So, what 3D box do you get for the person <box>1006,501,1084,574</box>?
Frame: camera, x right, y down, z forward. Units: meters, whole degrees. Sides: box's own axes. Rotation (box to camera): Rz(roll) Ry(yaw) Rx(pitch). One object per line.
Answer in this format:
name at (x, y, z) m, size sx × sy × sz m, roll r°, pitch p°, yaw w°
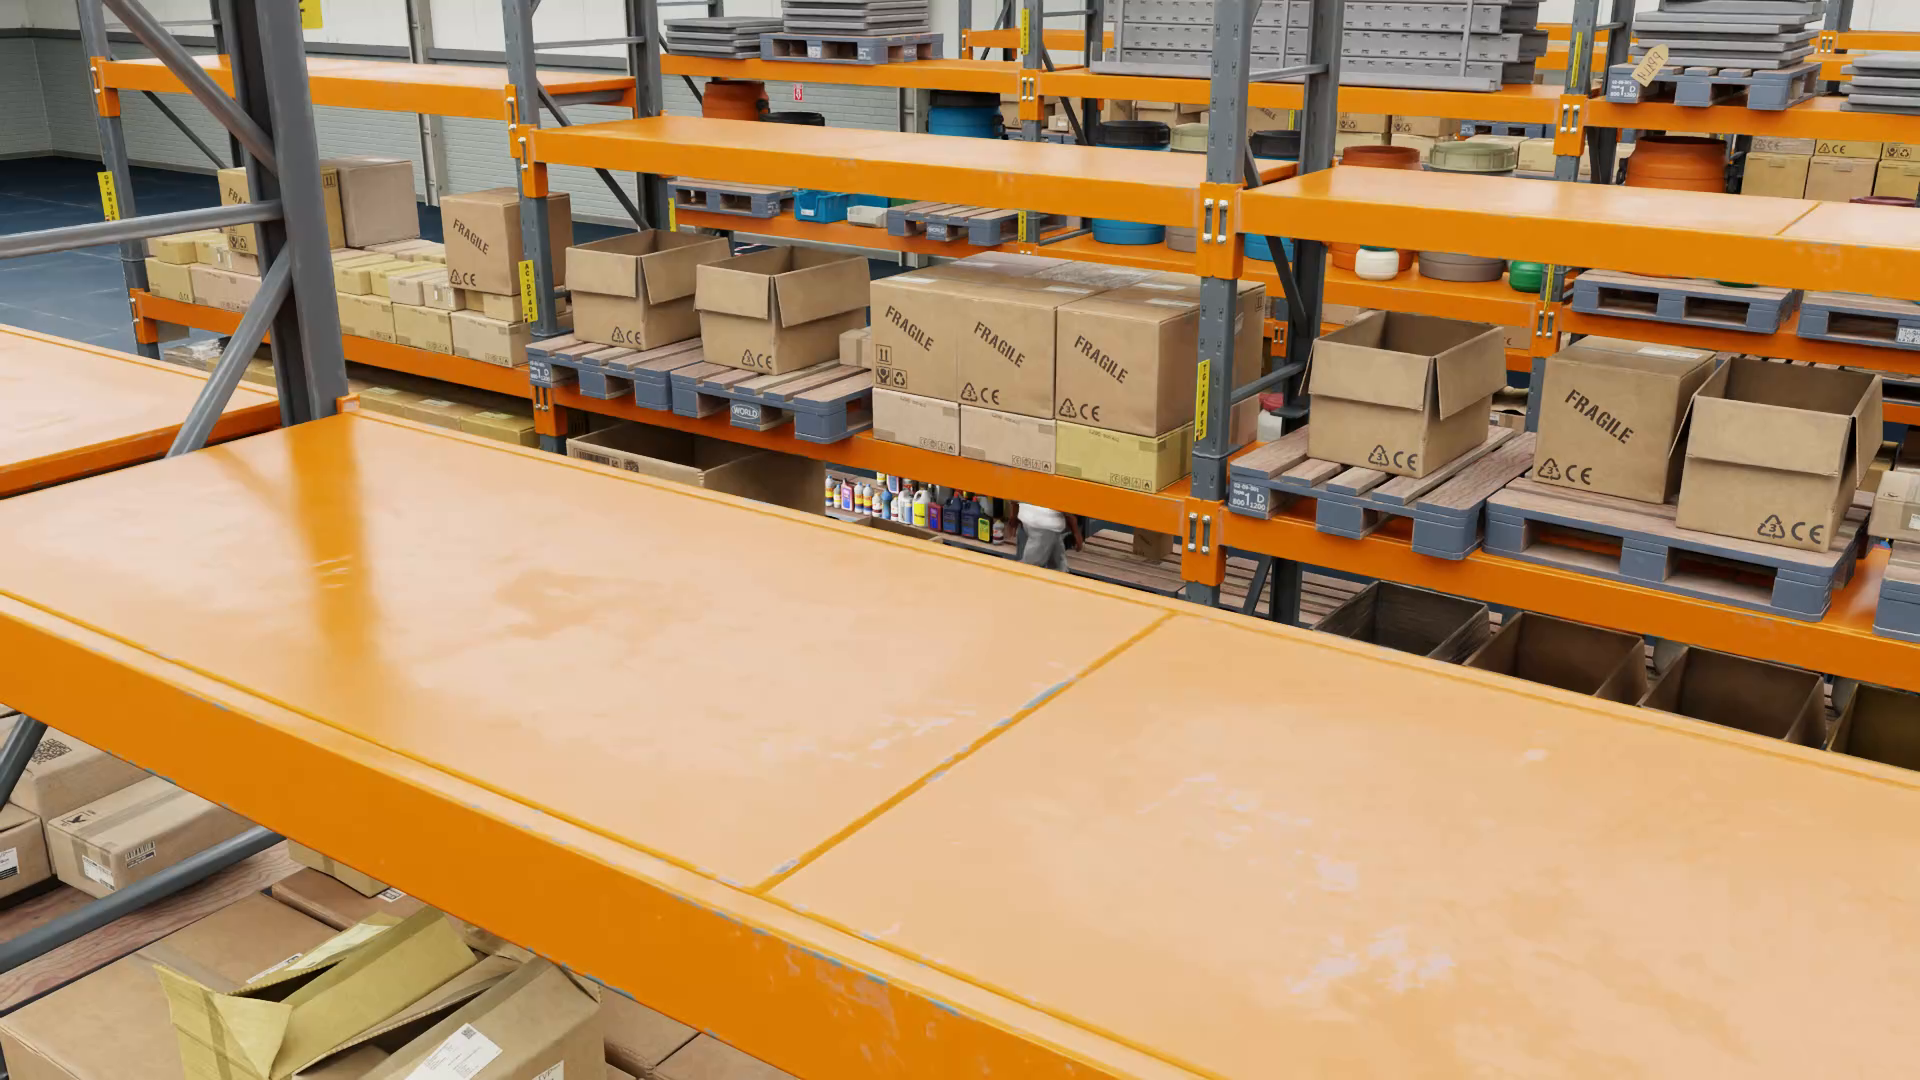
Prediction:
person at (0.709, -0.149, 12.627) m, size 1.002 × 1.702 × 0.601 m, roll -8°, pitch 21°, yaw -21°
